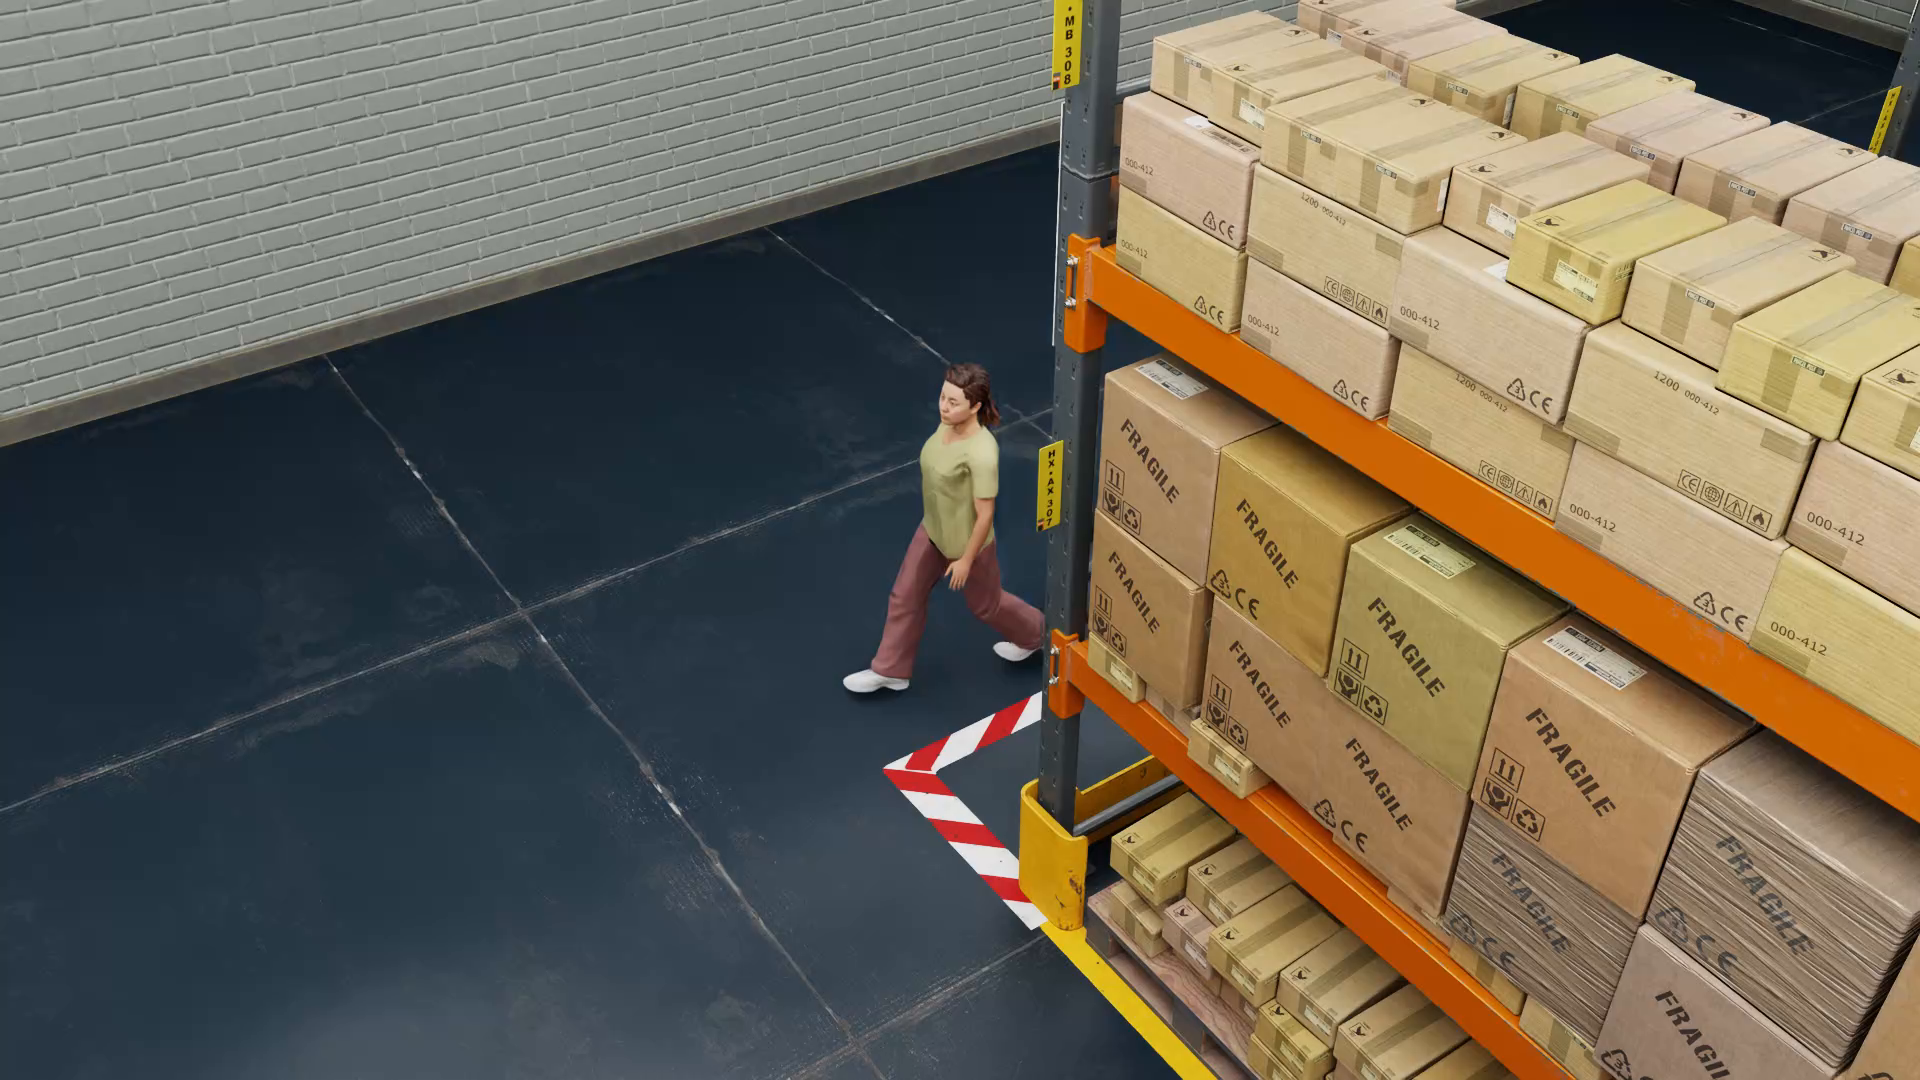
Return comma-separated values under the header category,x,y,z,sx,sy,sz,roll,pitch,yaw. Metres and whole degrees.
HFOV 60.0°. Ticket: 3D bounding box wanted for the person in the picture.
category,x,y,z,sx,sy,sz,roll,pitch,yaw
person,-0.016,-0.019,7.032,0.996,1.628,0.477,-16,39,-20
